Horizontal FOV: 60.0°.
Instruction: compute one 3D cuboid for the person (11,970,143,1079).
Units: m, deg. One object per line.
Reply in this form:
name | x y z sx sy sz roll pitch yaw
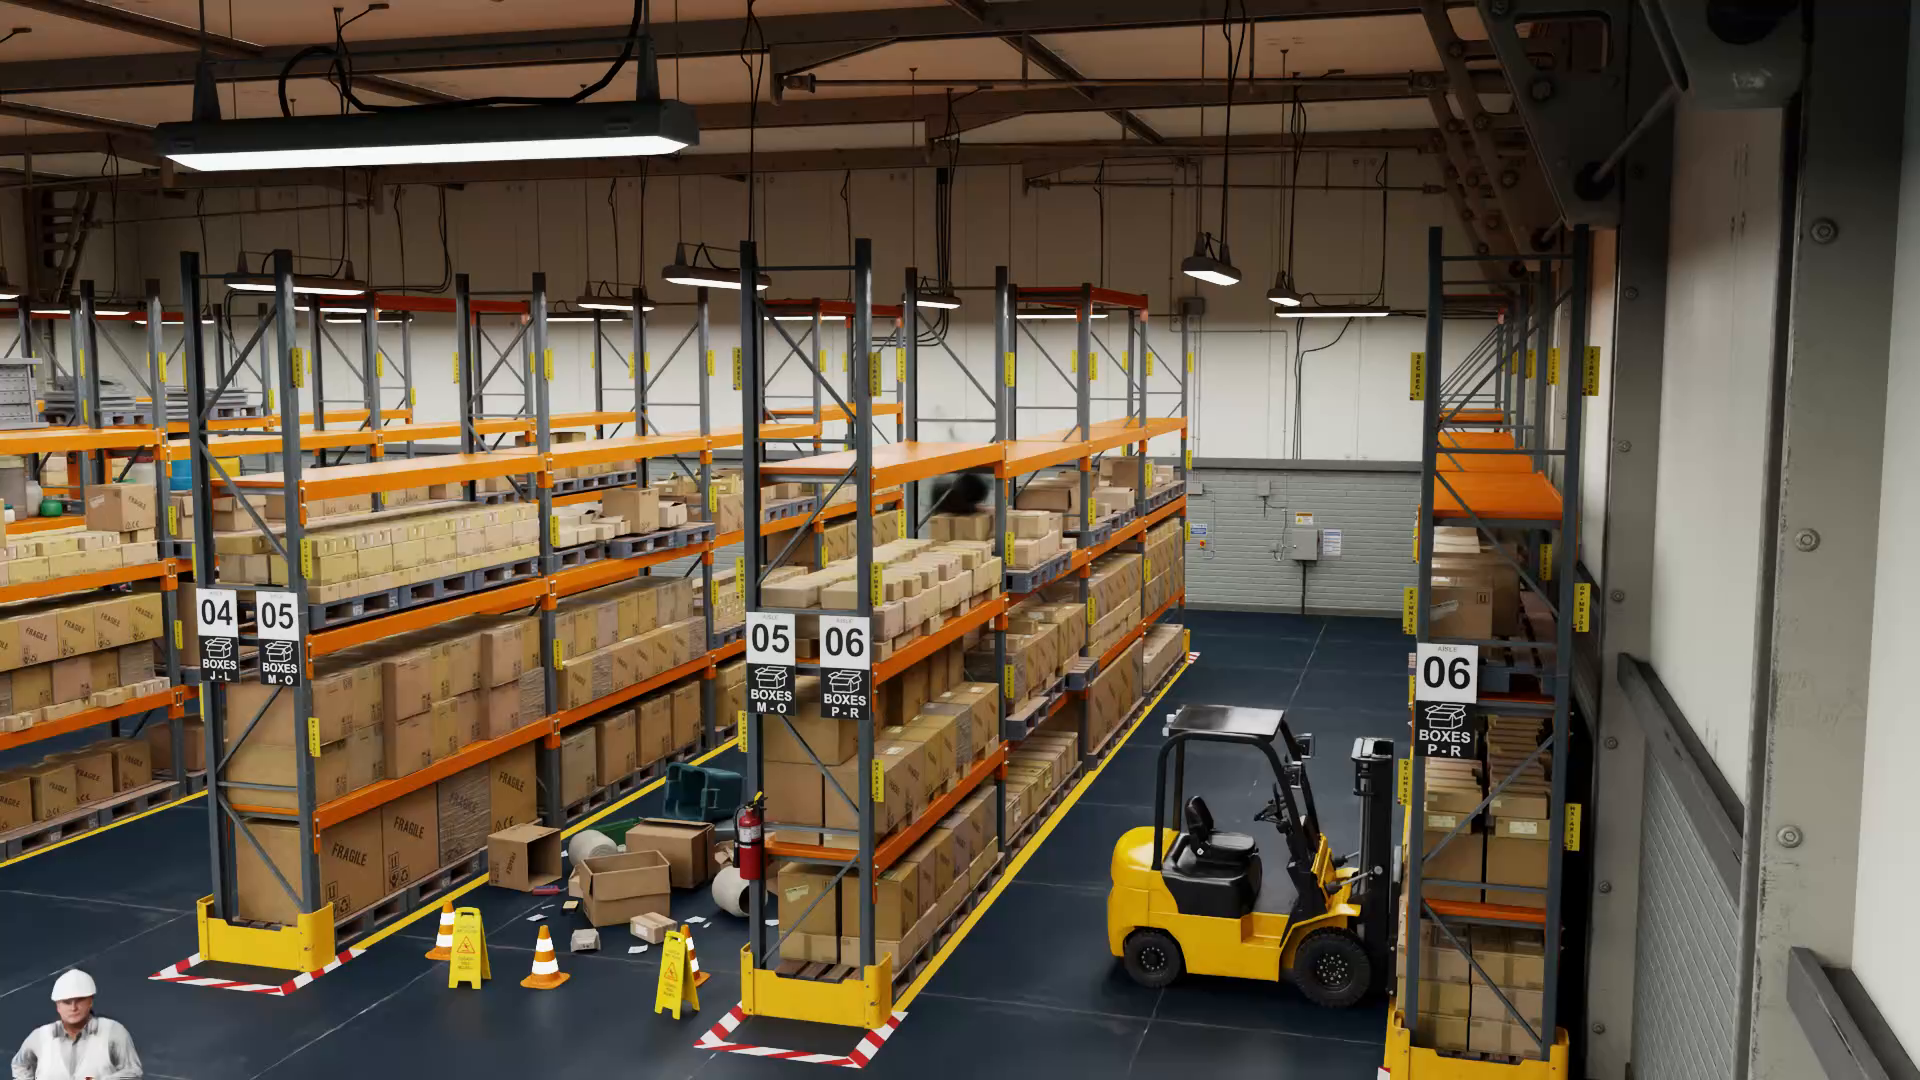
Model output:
person | -4.839 3.255 9.151 0.641 1.809 0.868 -3 7 -28
